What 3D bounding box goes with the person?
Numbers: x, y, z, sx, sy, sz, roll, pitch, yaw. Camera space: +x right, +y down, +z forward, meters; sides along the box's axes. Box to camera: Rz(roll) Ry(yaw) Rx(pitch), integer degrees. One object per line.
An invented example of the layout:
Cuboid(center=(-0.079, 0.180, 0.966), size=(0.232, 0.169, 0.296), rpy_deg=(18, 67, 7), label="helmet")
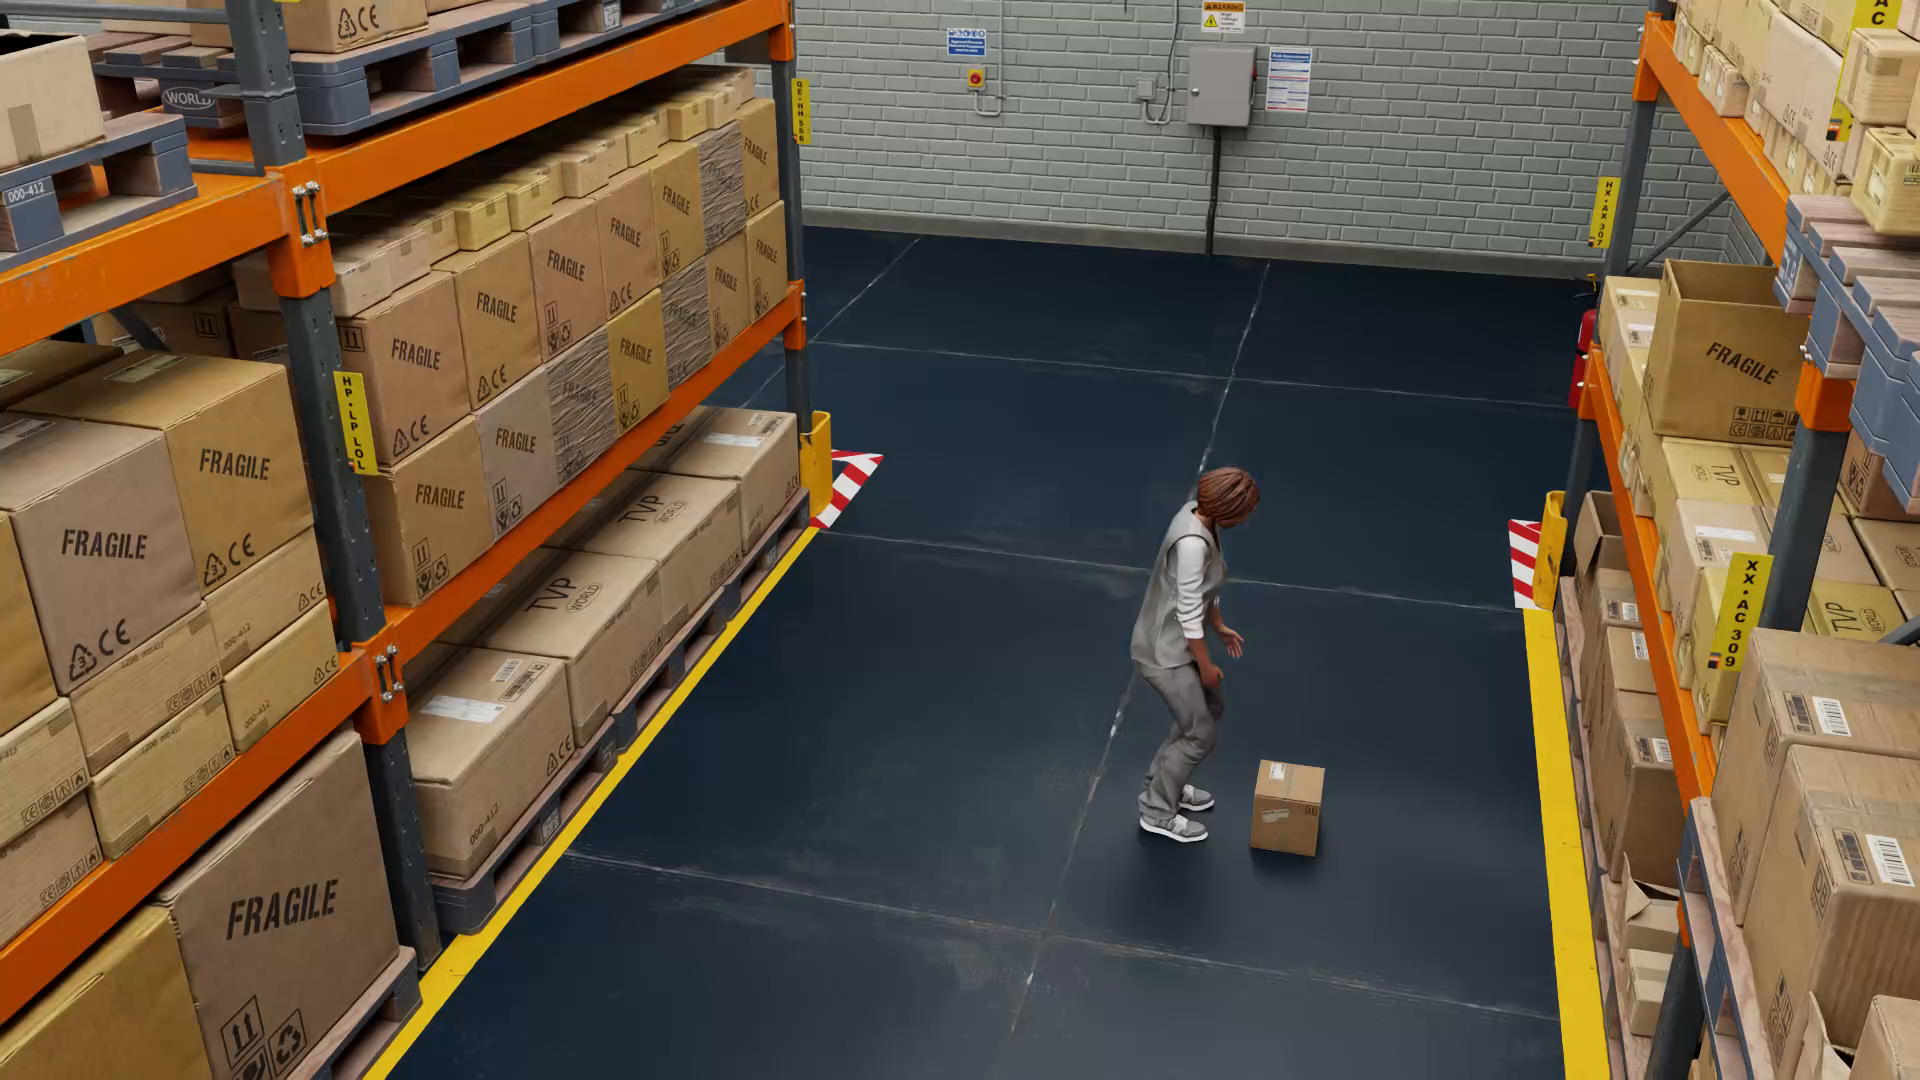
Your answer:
Cuboid(center=(0.873, 0.415, 6.353), size=(0.437, 1.527, 0.437), rpy_deg=(7, 27, 14), label="person")
